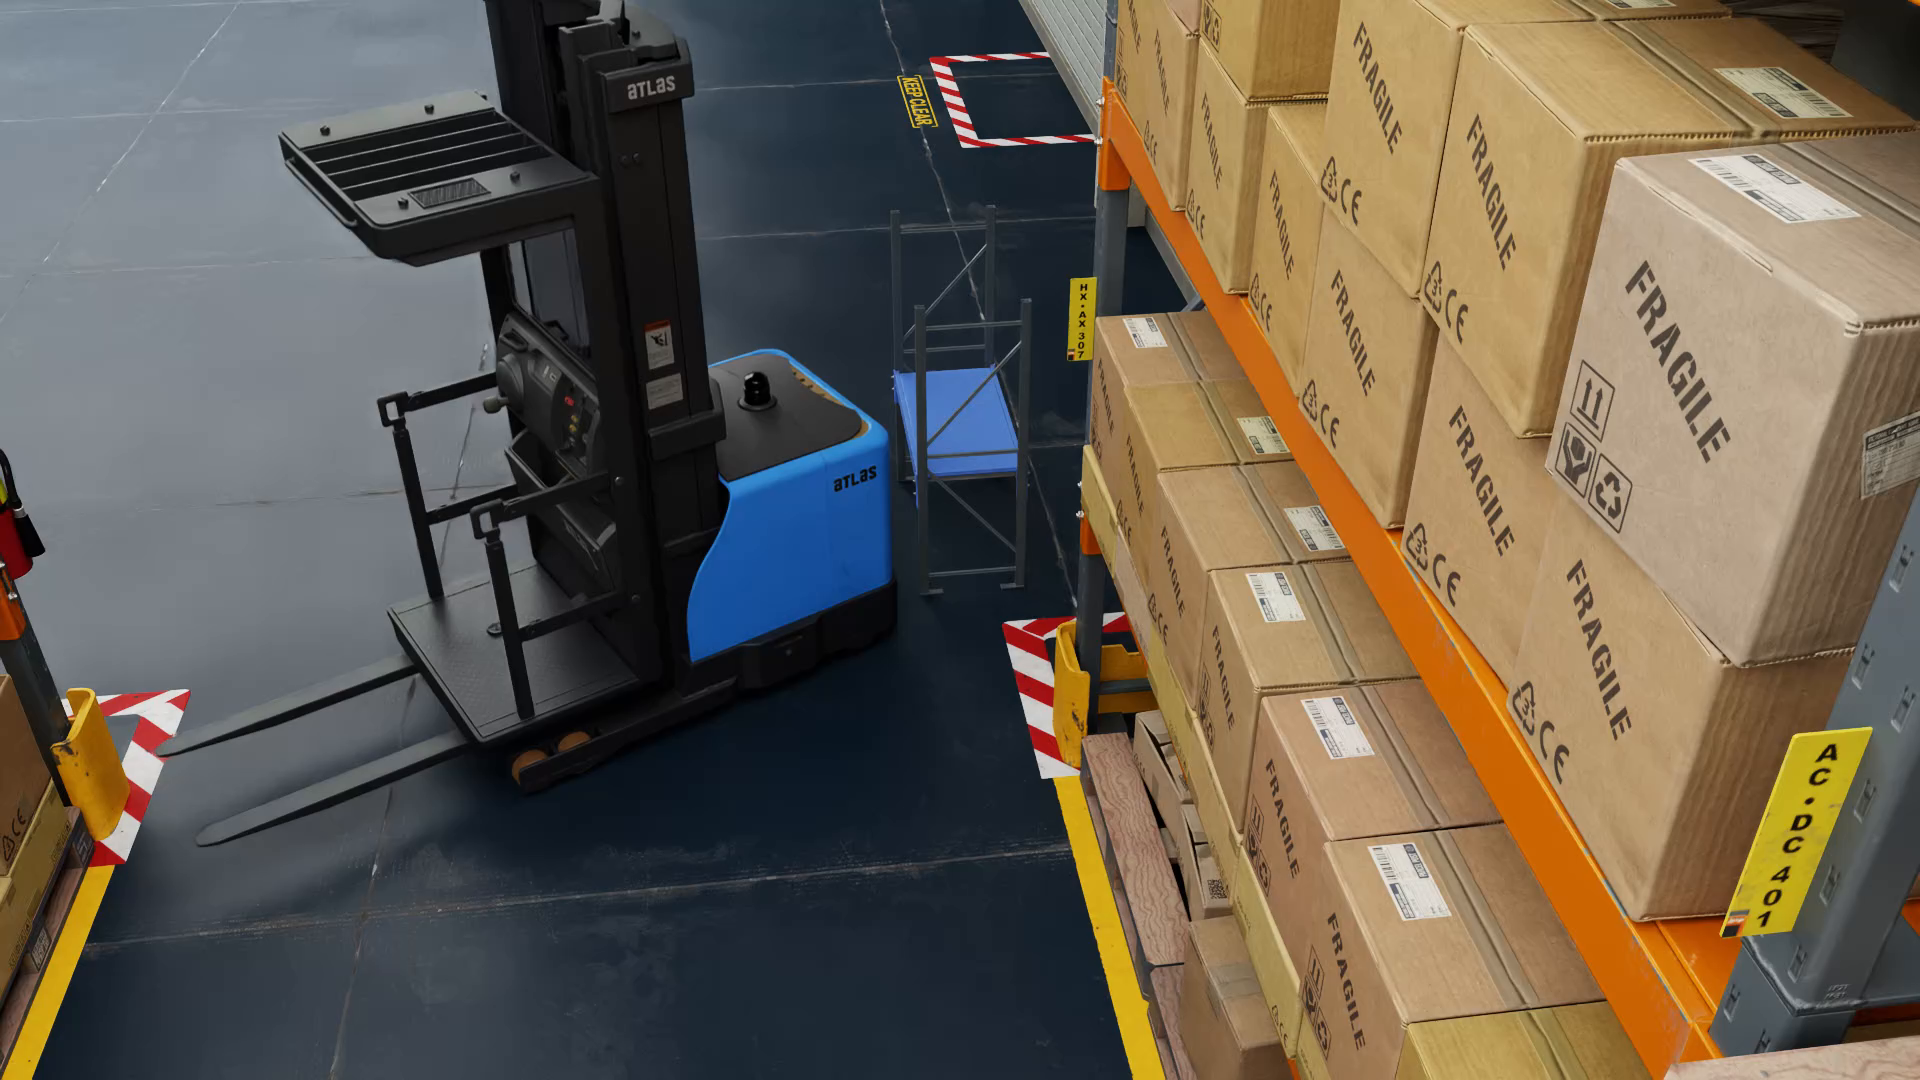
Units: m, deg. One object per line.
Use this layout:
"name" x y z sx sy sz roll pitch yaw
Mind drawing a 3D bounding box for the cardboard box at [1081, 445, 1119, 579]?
"cardboard box" 0.730 -0.126 5.886 0.500 0.250 0.500 -5 35 -8

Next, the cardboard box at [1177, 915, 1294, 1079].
"cardboard box" 1.109 1.500 5.215 0.700 0.500 0.500 -6 35 -9

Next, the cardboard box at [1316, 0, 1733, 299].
"cardboard box" 1.016 -0.800 3.103 0.500 0.500 0.500 -6 35 -8

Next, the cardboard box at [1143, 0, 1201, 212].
"cardboard box" 0.813 -1.257 4.660 0.500 0.500 0.500 -2 34 -3

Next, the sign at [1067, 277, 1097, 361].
"sign" 0.442 -0.792 5.980 0.100 0.325 0.005 -4 35 -6

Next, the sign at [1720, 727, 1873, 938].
"sign" 0.981 0.349 1.952 0.100 0.325 0.005 -4 35 -6

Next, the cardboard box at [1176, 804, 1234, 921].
"cardboard box" 1.060 1.165 5.874 0.500 0.311 0.500 -2 34 -2

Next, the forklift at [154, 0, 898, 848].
"forklift" -1.784 -0.530 6.425 3.031 2.935 1.130 -22 40 -28

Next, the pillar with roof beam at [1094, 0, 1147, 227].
"pillar with roof beam" -3.142 -5.652 8.552 9.100 9.000 0.400 -4 35 -6

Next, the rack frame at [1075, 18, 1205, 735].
"rack frame" 0.979 -0.476 6.284 1.000 3.000 0.127 -4 35 -6

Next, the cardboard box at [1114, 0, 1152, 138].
"cardboard box" 0.777 -1.559 5.104 0.500 0.500 0.500 -4 34 -5

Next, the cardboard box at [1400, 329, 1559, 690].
"cardboard box" 1.149 -0.079 2.932 0.500 0.500 0.500 -7 35 -10

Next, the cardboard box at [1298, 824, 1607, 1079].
"cardboard box" 1.074 0.982 3.595 0.500 0.500 0.500 -5 35 -7

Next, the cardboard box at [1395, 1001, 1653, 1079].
"cardboard box" 1.147 1.260 3.187 0.500 0.500 0.500 -4 35 -6

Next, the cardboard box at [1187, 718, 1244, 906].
"cardboard box" 0.943 0.730 4.630 0.500 0.250 0.500 -4 34 -6

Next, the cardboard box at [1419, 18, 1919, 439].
"cardboard box" 1.097 -0.511 2.679 0.500 0.500 0.500 -3 34 -4

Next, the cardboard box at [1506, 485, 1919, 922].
"cardboard box" 1.204 0.203 2.518 0.500 0.500 0.500 -3 34 -5

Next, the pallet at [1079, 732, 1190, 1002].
"pallet" 1.064 1.175 6.338 1.003 0.211 1.213 -4 35 -6

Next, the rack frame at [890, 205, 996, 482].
"rack frame" -0.080 -0.951 8.314 0.500 1.500 0.032 -4 35 -6

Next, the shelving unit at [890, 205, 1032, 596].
"shelving unit" -0.011 -0.667 7.897 0.538 1.500 1.048 -4 35 -6

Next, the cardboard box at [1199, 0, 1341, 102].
"cardboard box" 0.888 -1.376 3.947 0.500 0.500 0.500 -3 34 -5

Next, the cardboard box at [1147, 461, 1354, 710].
"cardboard box" 0.865 0.123 4.856 0.500 0.500 0.500 -5 35 -8

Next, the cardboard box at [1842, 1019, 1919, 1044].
"cardboard box" 1.661 1.222 3.242 0.500 0.500 0.500 -5 35 -7

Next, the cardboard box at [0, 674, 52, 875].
"cardboard box" -3.562 0.831 5.770 0.500 0.500 0.500 -4 35 -6

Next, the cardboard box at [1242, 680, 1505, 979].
"cardboard box" 1.017 0.700 4.009 0.500 0.500 0.500 -5 35 -8

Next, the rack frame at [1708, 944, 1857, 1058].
"rack frame" 1.517 1.757 3.009 1.000 3.000 0.127 -4 35 -6

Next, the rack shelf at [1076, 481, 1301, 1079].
"rack shelf" 1.248 0.938 4.849 1.077 0.370 4.000 -4 35 -6

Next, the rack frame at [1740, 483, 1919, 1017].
"rack frame" 1.517 -0.723 1.319 1.000 3.000 0.127 -4 35 -6

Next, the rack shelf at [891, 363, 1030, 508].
"rack shelf" -0.011 -0.519 7.999 0.538 0.185 1.000 -4 35 -6

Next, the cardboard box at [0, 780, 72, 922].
"cardboard box" -3.564 1.141 5.980 0.500 0.250 0.500 -4 35 -6

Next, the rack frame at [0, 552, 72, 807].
"rack frame" -3.929 -0.098 5.731 1.000 3.000 0.127 -4 35 -6

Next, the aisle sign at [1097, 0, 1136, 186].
"aisle sign" 0.672 -1.567 5.578 0.394 0.787 0.004 -4 35 -6

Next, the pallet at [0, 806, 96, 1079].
"pallet" -3.785 1.477 5.894 1.003 0.211 1.213 -4 35 -6

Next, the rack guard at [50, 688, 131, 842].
"rack guard" -3.932 0.921 6.454 1.175 0.500 0.348 -4 35 -6

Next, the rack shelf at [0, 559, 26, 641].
"rack shelf" -3.660 1.315 4.296 1.077 0.370 4.000 -4 35 -6

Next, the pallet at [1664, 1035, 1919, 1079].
"pallet" 1.495 0.947 1.700 1.213 0.211 1.003 -4 35 -6

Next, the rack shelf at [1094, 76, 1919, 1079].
"rack shelf" 1.248 -0.302 4.004 1.077 0.370 4.000 -4 35 -6

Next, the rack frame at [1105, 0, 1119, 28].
"rack frame" 0.979 -2.955 4.595 1.000 3.000 0.127 -4 35 -6

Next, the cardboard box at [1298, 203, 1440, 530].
"cardboard box" 1.037 -0.385 3.381 0.500 0.500 0.500 -6 35 -8

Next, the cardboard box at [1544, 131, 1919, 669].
"cardboard box" 1.181 -0.205 2.229 0.500 0.500 0.500 -7 35 -10

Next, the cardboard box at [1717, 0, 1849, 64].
"cardboard box" 1.485 -1.095 3.536 0.500 0.500 0.500 -4 35 -6

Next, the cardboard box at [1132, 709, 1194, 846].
"cardboard box" 0.983 0.847 6.341 0.500 0.311 0.500 -8 35 -12

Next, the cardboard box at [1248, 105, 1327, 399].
"cardboard box" 0.980 -0.670 3.799 0.500 0.500 0.500 -2 34 -3

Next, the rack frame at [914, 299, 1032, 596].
"rack frame" 0.057 -0.384 7.481 0.500 1.500 0.032 -4 35 -6

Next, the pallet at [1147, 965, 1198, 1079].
"pallet" 1.225 1.854 5.341 1.003 0.211 1.213 -4 35 -6

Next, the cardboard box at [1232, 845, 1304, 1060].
"cardboard box" 1.011 1.011 4.219 0.500 0.250 0.500 -5 35 -7

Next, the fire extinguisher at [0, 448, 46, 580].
"fire extinguisher" -3.484 -0.167 5.901 0.296 0.674 0.183 -4 35 -6

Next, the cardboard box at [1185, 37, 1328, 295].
"cardboard box" 0.887 -0.967 4.236 0.500 0.500 0.500 -3 34 -4

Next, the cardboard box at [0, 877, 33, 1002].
"cardboard box" -3.485 1.419 5.572 0.500 0.250 0.500 -4 35 -6

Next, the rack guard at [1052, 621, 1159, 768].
"rack guard" 0.990 0.600 6.926 1.175 0.500 0.348 -4 35 -6

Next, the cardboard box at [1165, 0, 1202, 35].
"cardboard box" 0.808 -1.661 4.365 0.500 0.500 0.500 -5 35 -7

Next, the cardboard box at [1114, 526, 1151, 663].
"cardboard box" 0.814 0.163 5.462 0.500 0.250 0.500 -5 35 -8

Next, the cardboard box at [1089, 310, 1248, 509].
"cardboard box" 0.746 -0.443 5.685 0.500 0.500 0.500 -4 35 -6

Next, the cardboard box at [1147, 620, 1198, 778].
"cardboard box" 0.877 0.448 5.045 0.500 0.250 0.500 -5 35 -7

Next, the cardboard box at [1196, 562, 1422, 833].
"cardboard box" 0.947 0.410 4.434 0.500 0.500 0.500 -3 34 -5

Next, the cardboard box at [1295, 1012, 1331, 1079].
"cardboard box" 1.094 1.290 3.809 0.500 0.250 0.500 -4 35 -6

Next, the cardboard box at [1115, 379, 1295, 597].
"cardboard box" 0.802 -0.166 5.280 0.500 0.500 0.500 -4 35 -6
